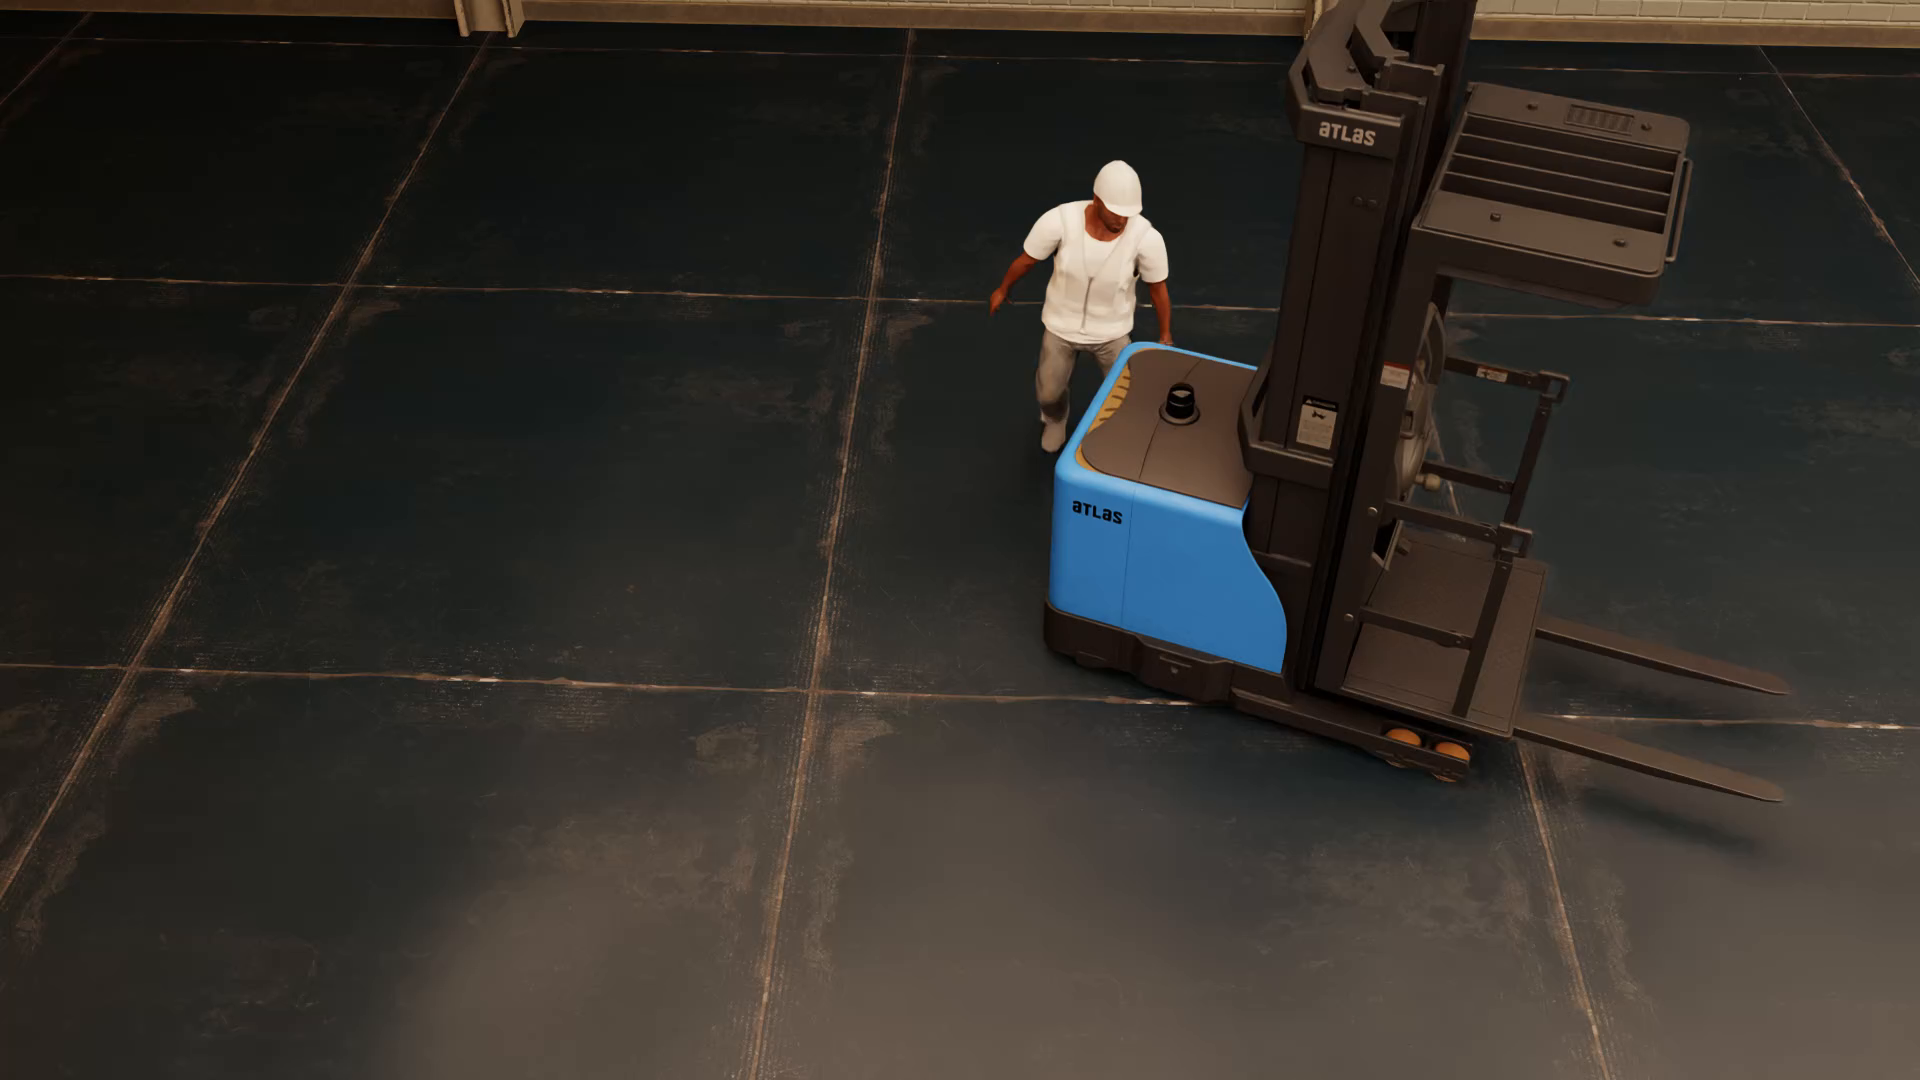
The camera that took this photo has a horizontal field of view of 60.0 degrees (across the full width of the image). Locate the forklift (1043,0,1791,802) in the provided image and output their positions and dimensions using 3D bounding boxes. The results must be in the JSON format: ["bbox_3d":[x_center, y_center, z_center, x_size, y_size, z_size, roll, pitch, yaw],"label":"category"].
[{"bbox_3d":[1.934,-0.500,6.290,3.031,2.935,1.130,16,45,16],"label":"forklift"}]

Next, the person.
[{"bbox_3d":[0.578,-1.064,7.852,0.912,1.720,0.504,9,43,10],"label":"person"}]
